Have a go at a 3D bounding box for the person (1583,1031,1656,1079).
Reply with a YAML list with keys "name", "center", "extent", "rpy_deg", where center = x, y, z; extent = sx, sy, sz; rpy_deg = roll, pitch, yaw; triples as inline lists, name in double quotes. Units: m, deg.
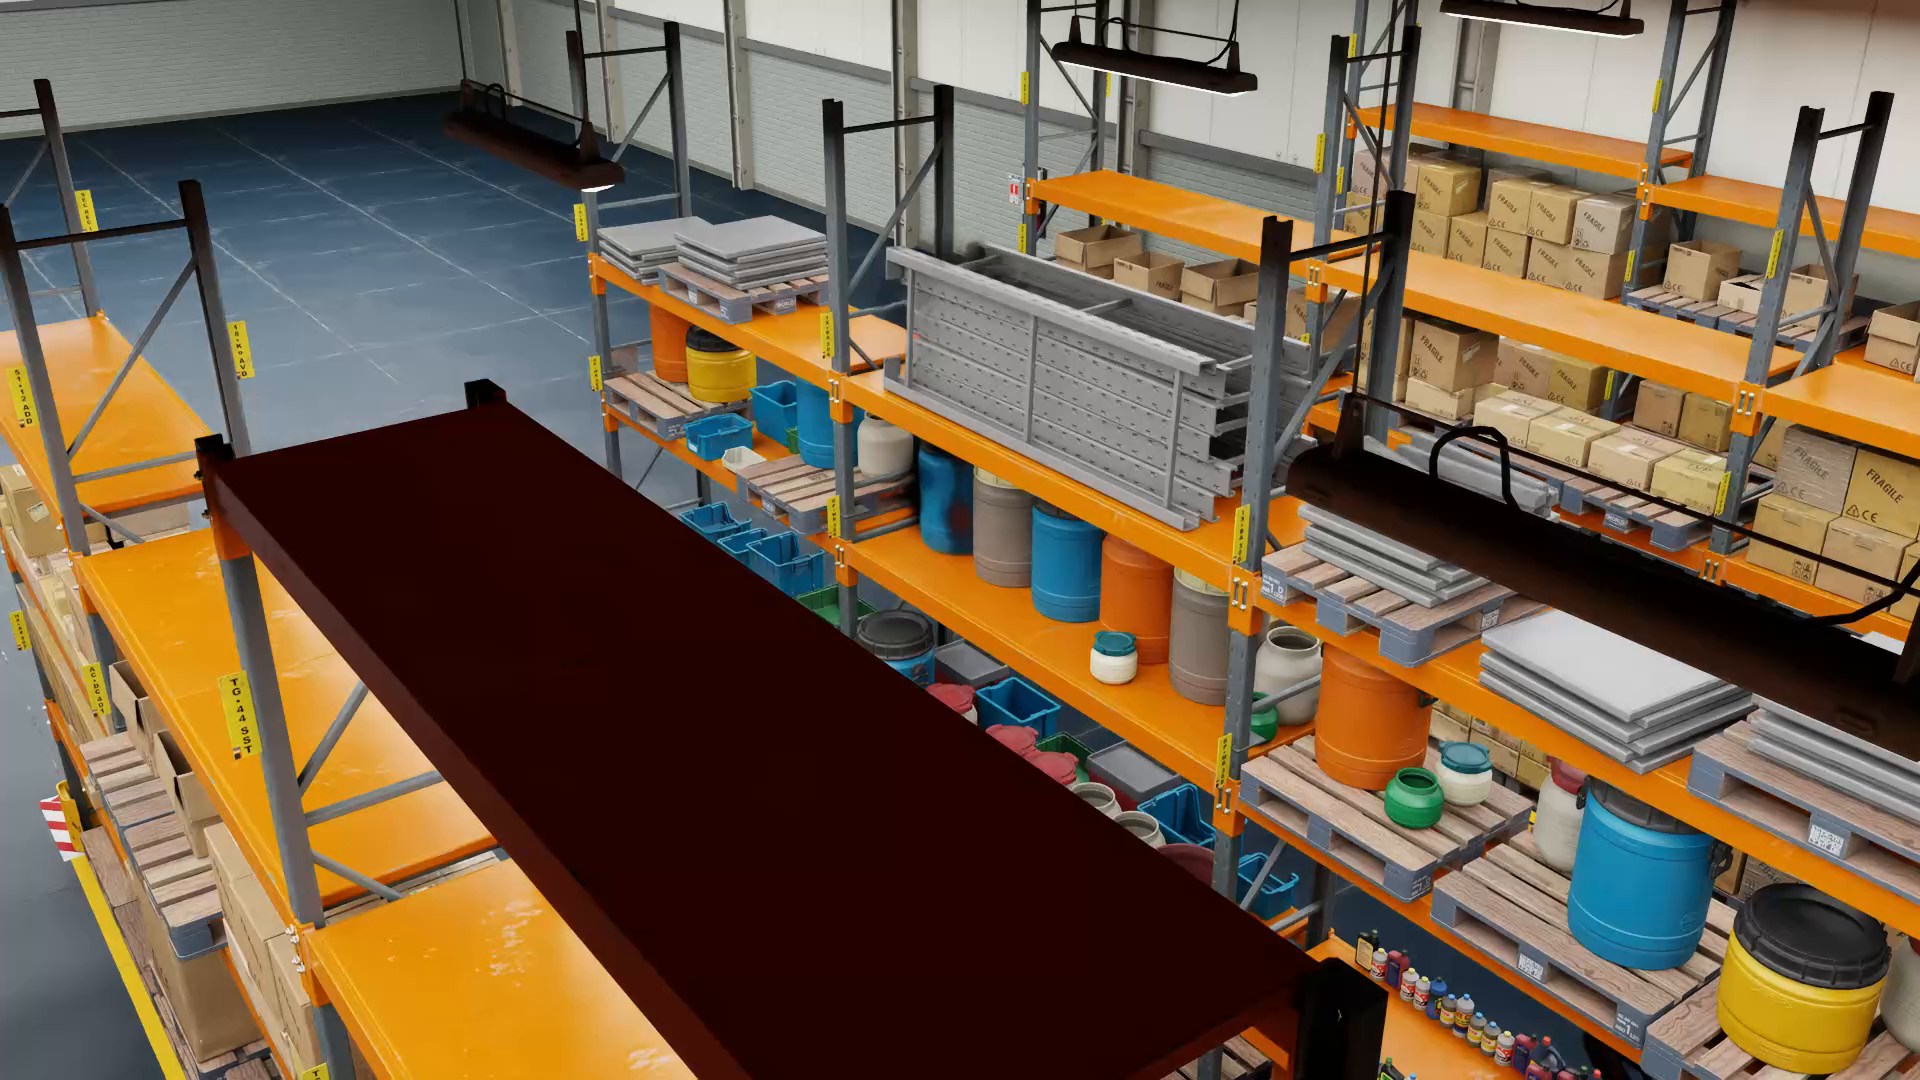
- name: "person"
  center: [4.289, 2.941, 10.599]
  extent: [0.709, 1.712, 0.714]
  rpy_deg: [21, 32, 37]
